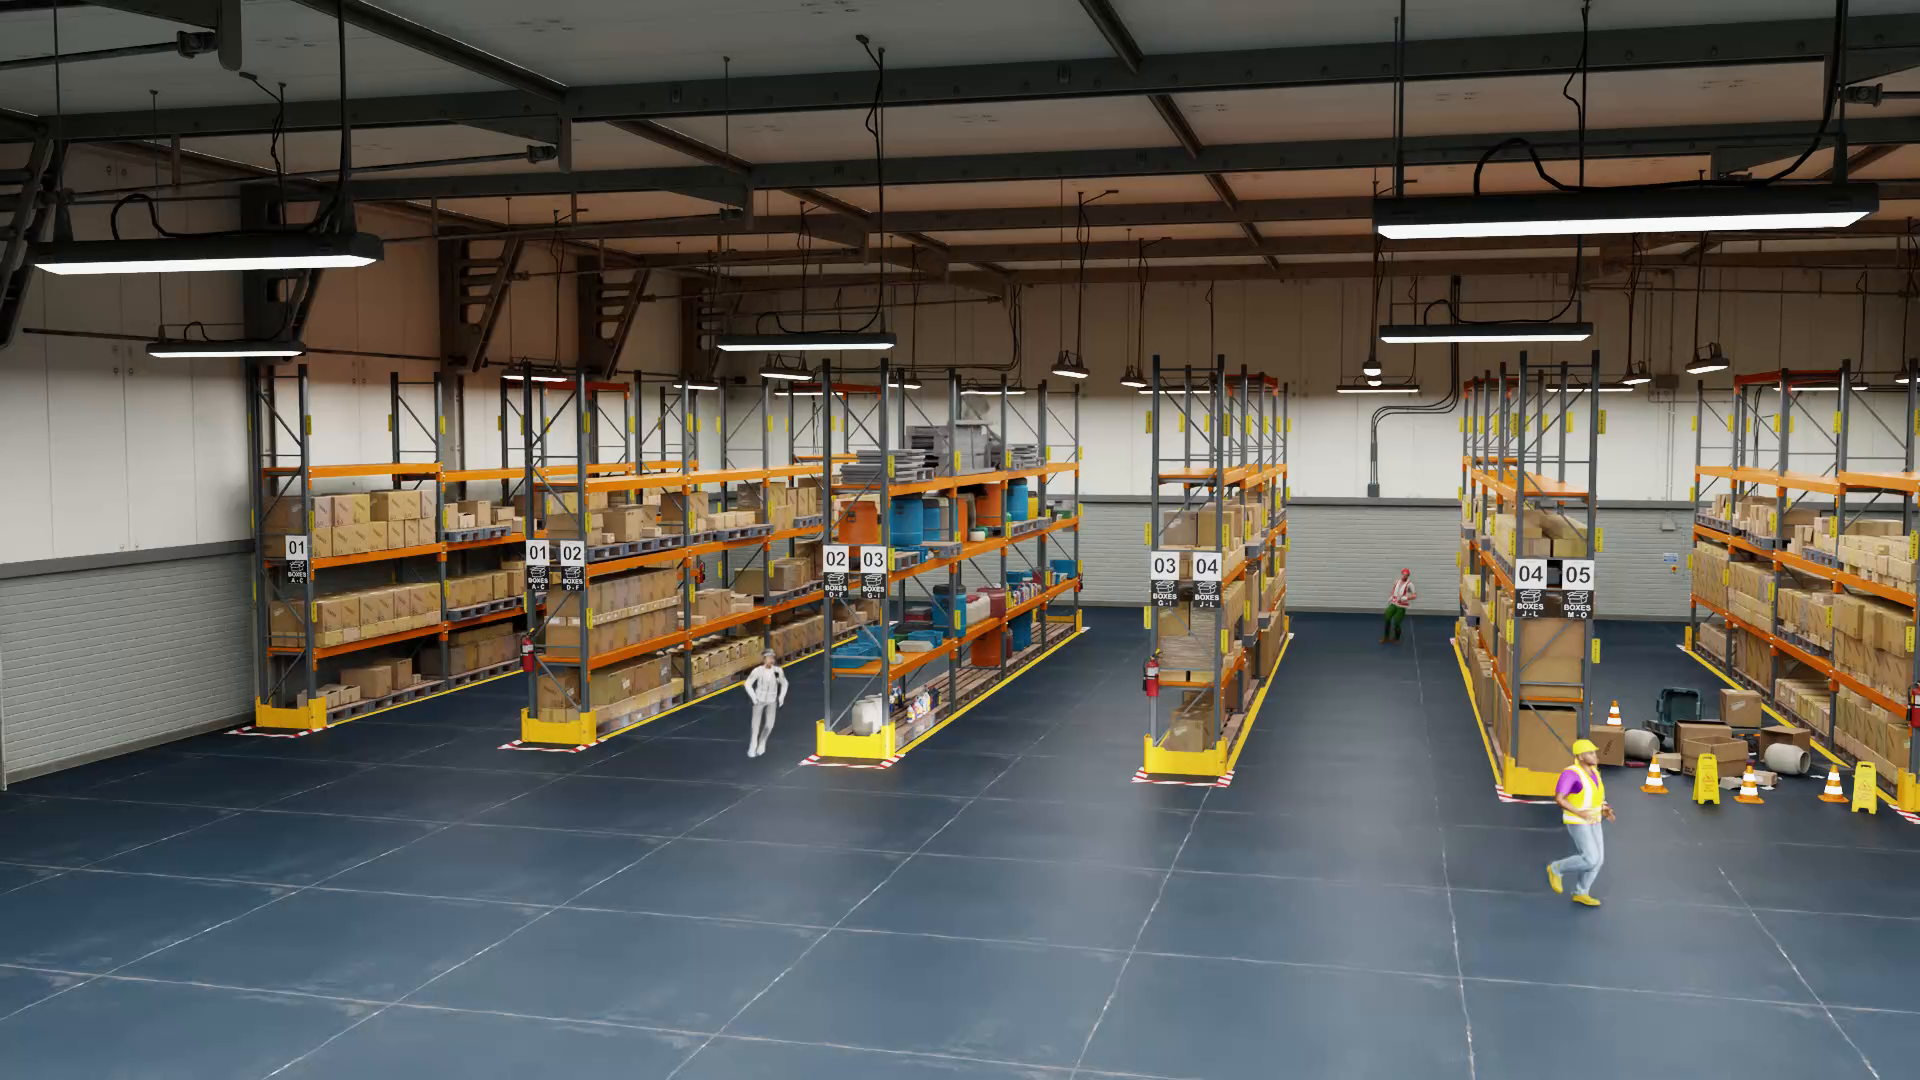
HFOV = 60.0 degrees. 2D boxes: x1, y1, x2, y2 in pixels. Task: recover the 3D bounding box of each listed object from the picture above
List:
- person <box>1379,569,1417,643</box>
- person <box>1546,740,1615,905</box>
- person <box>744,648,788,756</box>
[{"bbox_3d":[10.072,1.522,38.126,0.782,1.756,0.574,4,6,45],"label":"person"},{"bbox_3d":[6.490,2.938,17.423,0.691,1.718,0.583,-3,5,-41],"label":"person"},{"bbox_3d":[-2.918,2.452,25.112,0.673,1.643,0.561,-1,4,-10],"label":"person"}]
